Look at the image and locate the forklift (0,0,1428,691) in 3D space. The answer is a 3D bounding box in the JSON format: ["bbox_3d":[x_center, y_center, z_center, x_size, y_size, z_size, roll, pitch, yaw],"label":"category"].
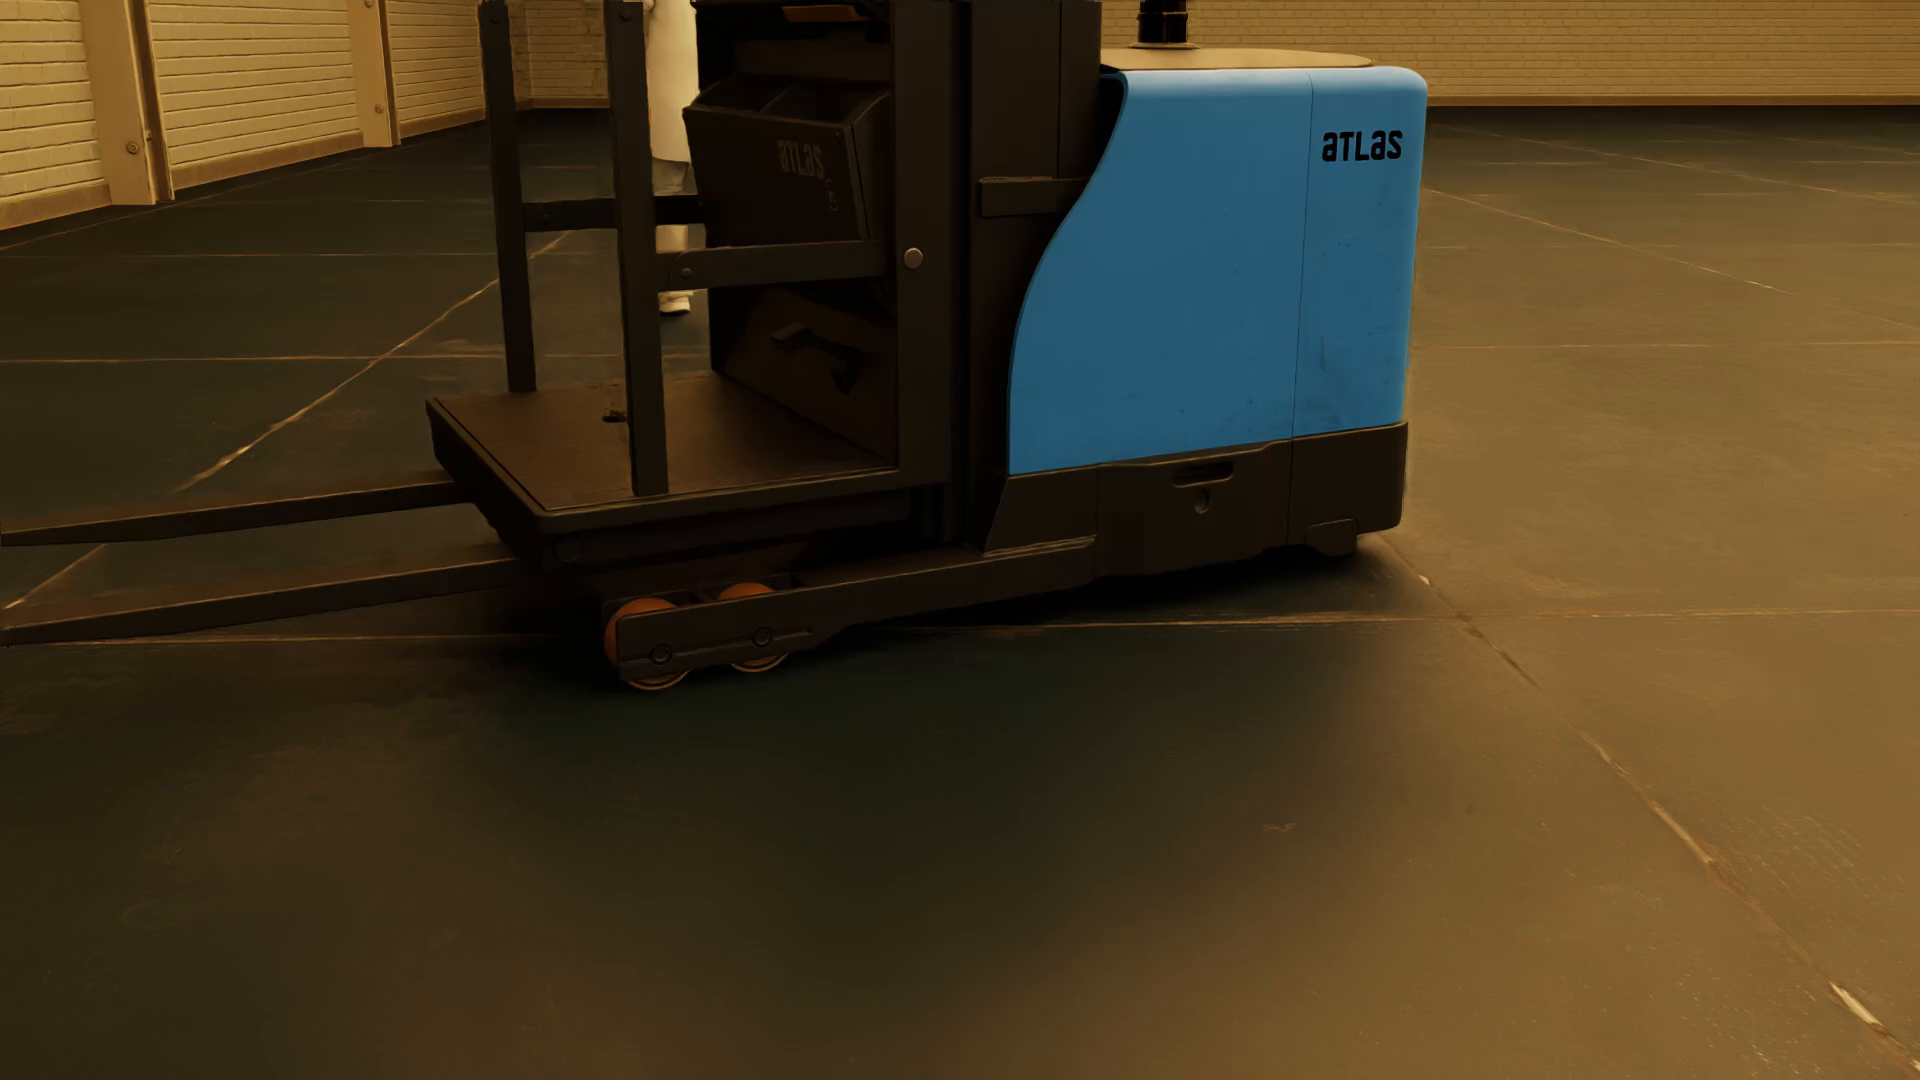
[{"bbox_3d":[-0.539,-1.304,3.170,3.031,2.935,1.130,-8,19,-26],"label":"forklift"}]

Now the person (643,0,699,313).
[{"bbox_3d":[-1.086,-1.806,6.841,0.681,1.802,0.510,-5,18,-15],"label":"person"}]
